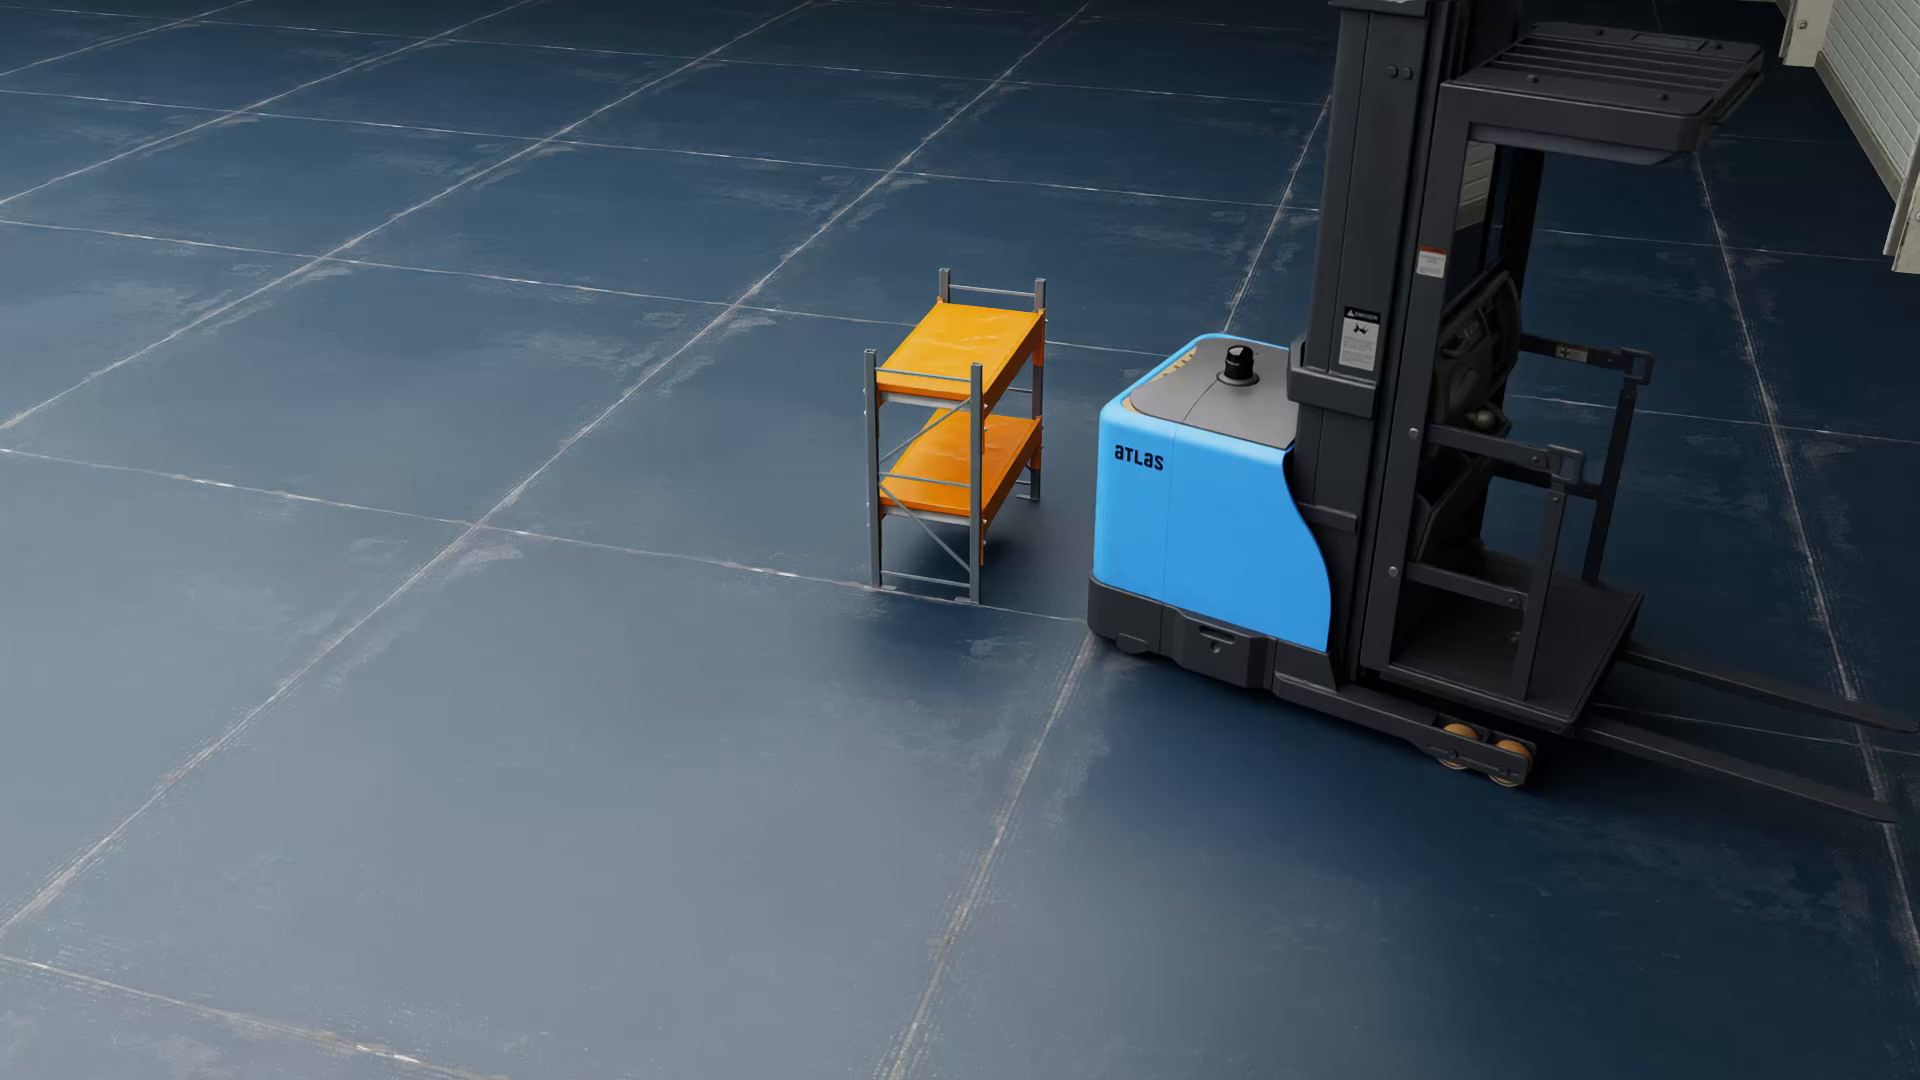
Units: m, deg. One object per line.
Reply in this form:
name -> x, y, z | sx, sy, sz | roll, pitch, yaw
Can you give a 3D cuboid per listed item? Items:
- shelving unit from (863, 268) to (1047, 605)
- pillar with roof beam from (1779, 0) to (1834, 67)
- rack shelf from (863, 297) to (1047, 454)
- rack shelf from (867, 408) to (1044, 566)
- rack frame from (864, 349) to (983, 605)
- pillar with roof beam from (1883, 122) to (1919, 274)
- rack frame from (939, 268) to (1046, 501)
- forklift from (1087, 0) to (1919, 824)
shelving unit -> -0.002, -0.488, 7.471 | 0.538, 1.125, 1.048 | 8, 30, 15
pillar with roof beam -> 3.979, -9.169, 14.975 | 9.100, 9.000, 0.400 | 8, 30, 15
rack shelf -> -0.002, -0.744, 7.329 | 0.538, 0.278, 1.000 | 8, 30, 15
rack shelf -> -0.002, -0.275, 7.590 | 0.538, 0.278, 1.000 | 8, 30, 15
rack frame -> -0.151, -0.252, 7.046 | 0.500, 1.125, 0.032 | 8, 30, 15
pillar with roof beam -> 2.218, -6.380, 9.963 | 9.100, 9.000, 0.400 | 8, 30, 15
rack frame -> 0.147, -0.725, 7.896 | 0.500, 1.125, 0.032 | 8, 30, 15
forklift -> 2.051, -0.670, 5.939 | 3.031, 2.935, 1.130 | 17, 33, 28
